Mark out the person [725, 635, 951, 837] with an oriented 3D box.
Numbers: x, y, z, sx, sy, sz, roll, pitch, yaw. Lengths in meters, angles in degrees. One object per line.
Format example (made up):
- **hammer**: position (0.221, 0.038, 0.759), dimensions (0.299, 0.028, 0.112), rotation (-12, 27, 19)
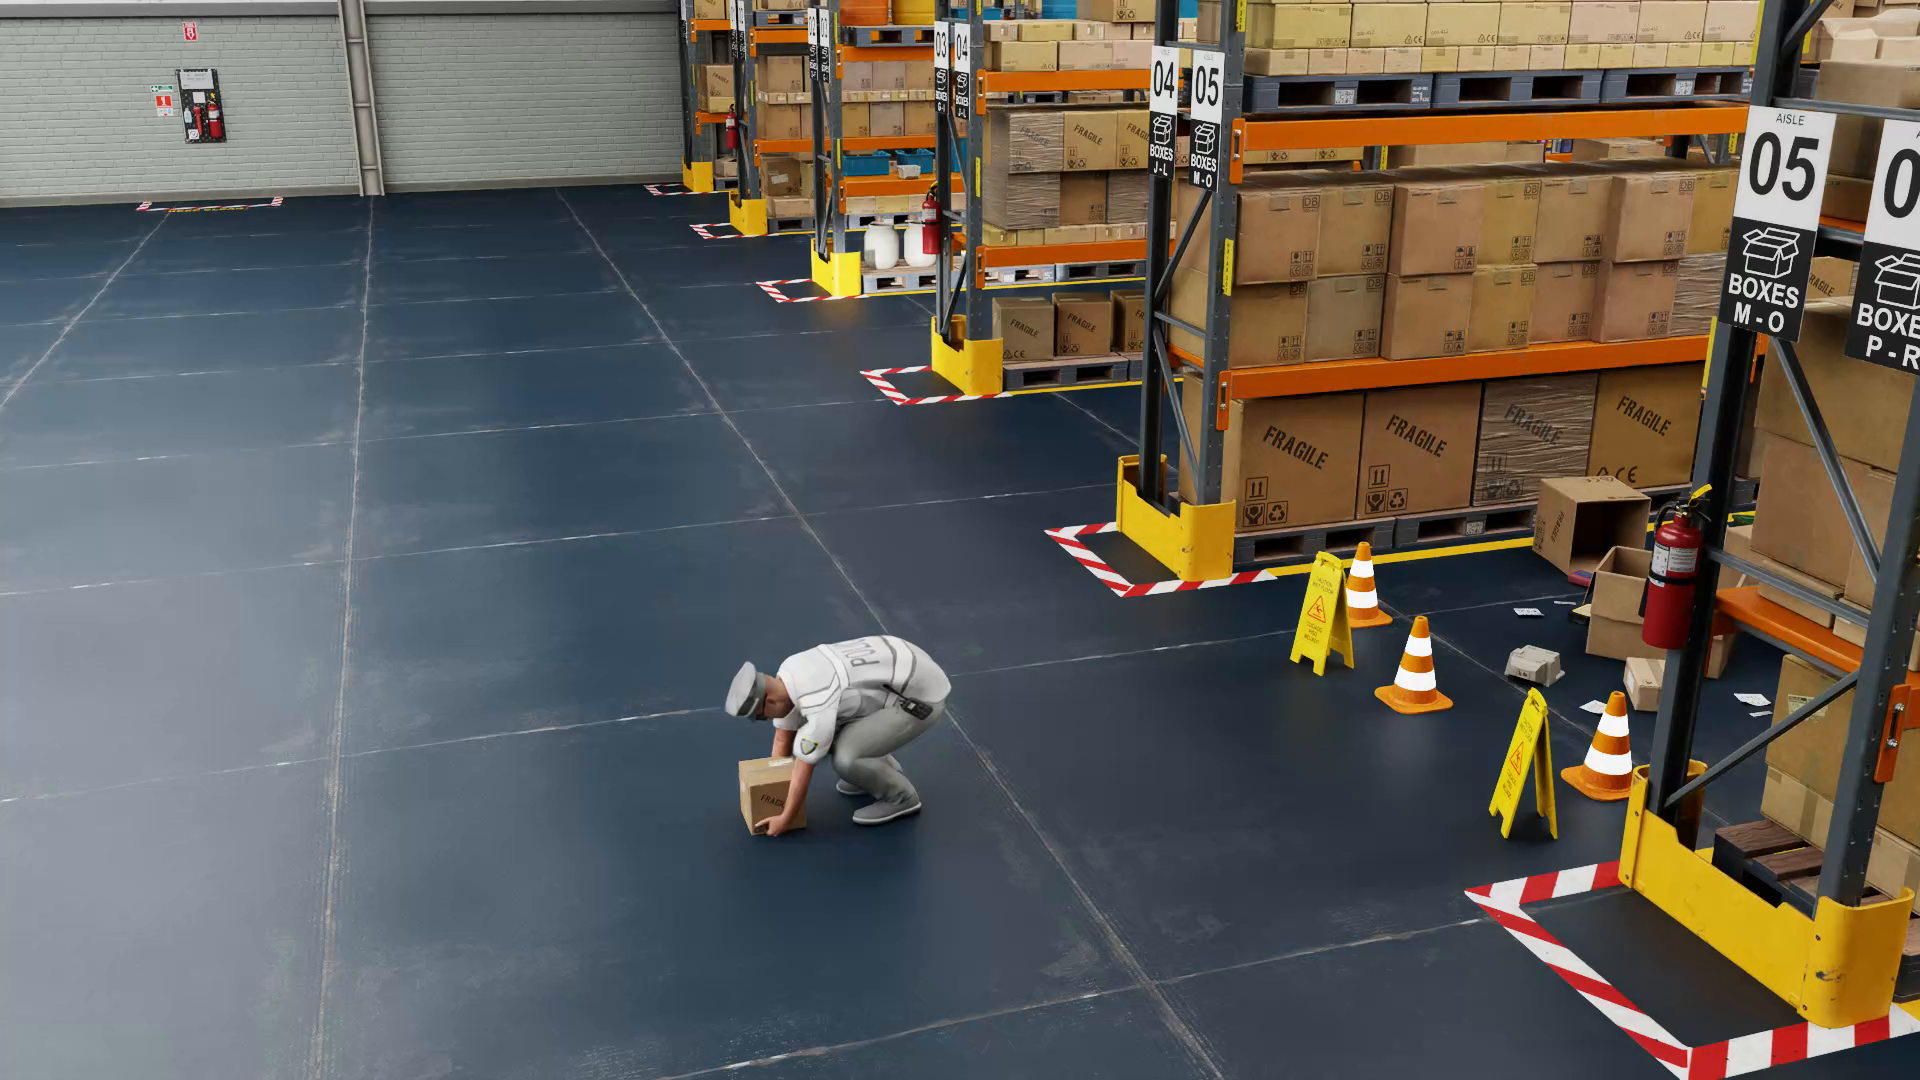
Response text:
- **person**: position (-0.553, 0.873, 7.528), dimensions (1.029, 0.815, 0.530), rotation (-7, 20, -19)
